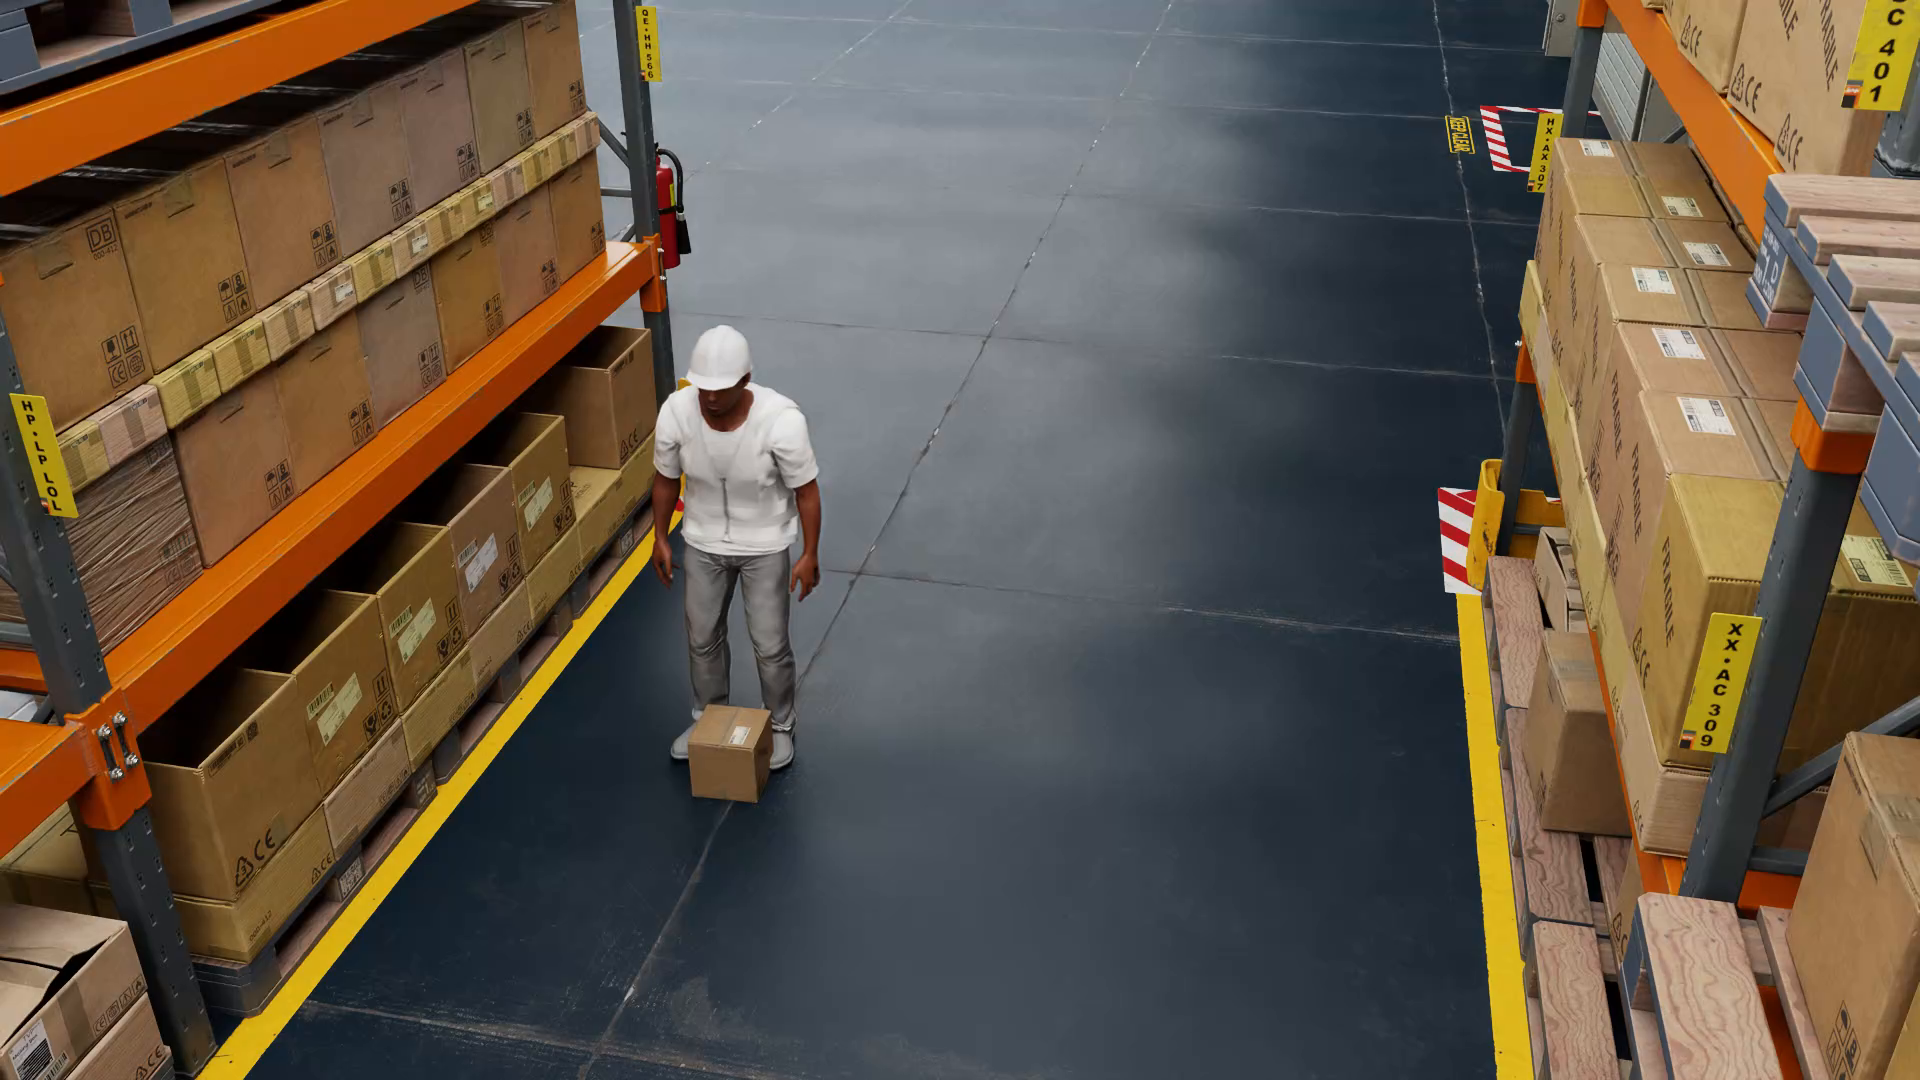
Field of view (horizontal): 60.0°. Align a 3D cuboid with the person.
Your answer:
[{"bbox_3d":[-0.818,0.031,6.048,0.633,1.760,0.463,5,29,10],"label":"person"}]
